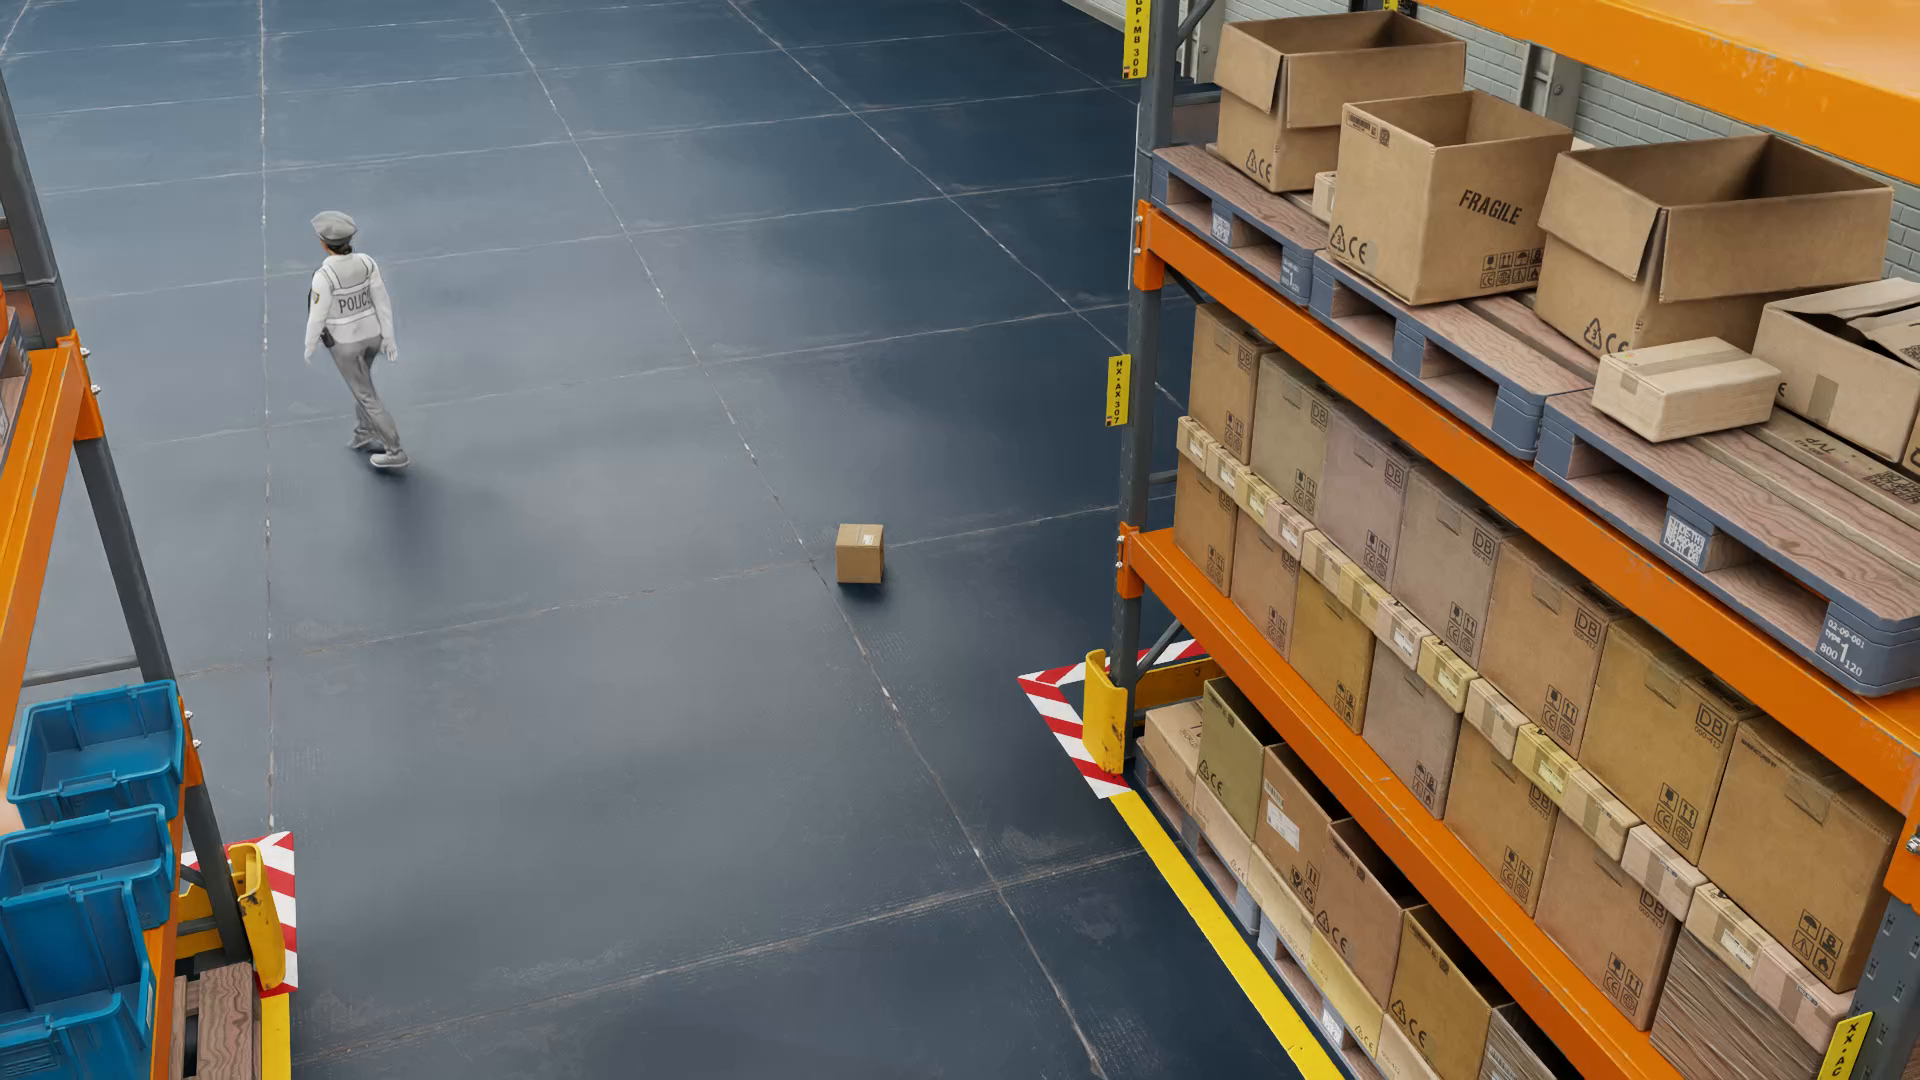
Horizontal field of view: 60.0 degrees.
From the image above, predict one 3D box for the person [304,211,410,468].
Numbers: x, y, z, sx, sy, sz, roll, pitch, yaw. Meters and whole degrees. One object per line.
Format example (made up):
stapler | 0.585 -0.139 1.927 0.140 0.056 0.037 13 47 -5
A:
person | -3.853 -1.227 10.470 0.695 1.744 0.494 15 33 24
